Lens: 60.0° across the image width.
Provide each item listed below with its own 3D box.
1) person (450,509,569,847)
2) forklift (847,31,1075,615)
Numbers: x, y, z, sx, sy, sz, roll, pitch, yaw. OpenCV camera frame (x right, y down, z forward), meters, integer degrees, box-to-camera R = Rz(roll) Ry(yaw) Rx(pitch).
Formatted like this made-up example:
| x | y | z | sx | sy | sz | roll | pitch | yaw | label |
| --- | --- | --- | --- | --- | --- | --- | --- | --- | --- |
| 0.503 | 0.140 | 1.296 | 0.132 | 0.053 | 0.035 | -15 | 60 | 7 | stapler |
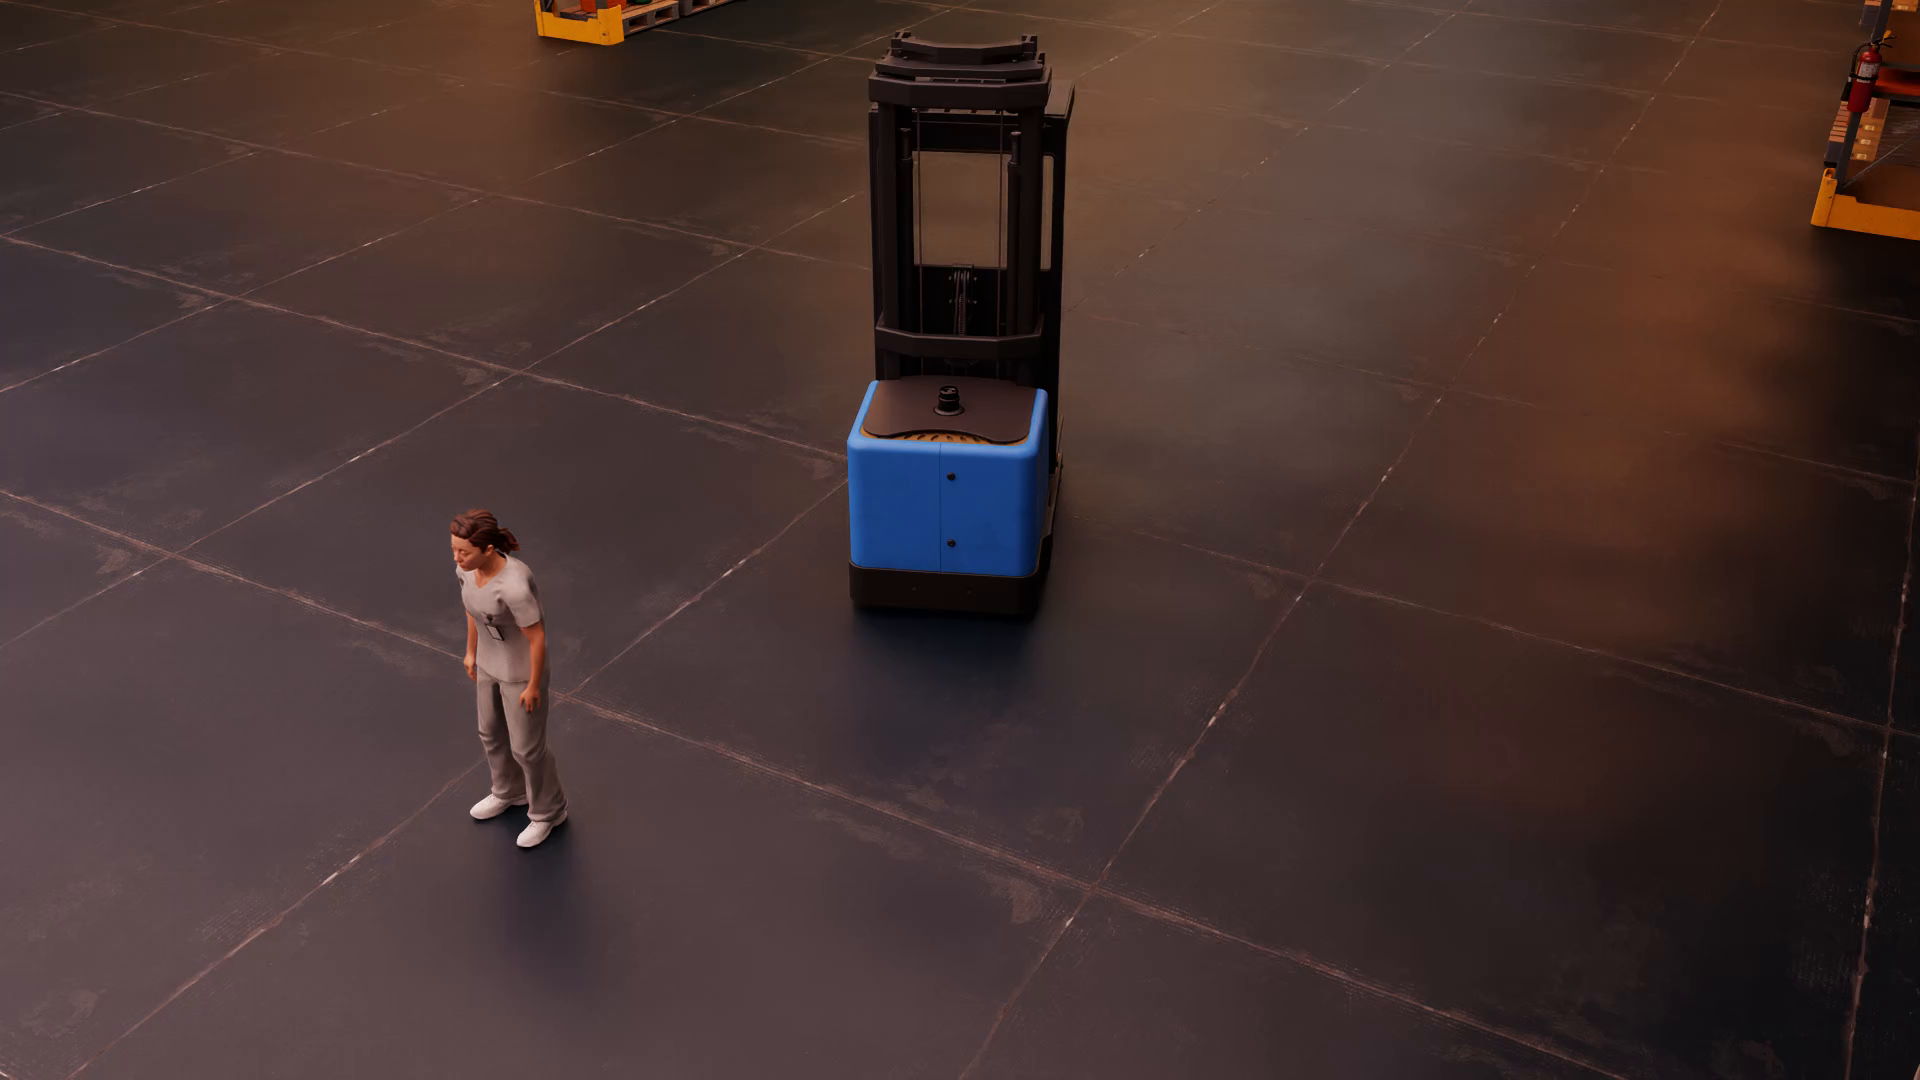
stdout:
| x | y | z | sx | sy | sz | roll | pitch | yaw | label |
| --- | --- | --- | --- | --- | --- | --- | --- | --- | --- |
| -1.997 | 0.578 | 7.328 | 0.491 | 1.673 | 0.353 | 22 | 37 | 33 | person |
| 0.072 | -1.572 | 9.794 | 1.130 | 2.935 | 3.031 | 3 | 30 | 6 | forklift |
